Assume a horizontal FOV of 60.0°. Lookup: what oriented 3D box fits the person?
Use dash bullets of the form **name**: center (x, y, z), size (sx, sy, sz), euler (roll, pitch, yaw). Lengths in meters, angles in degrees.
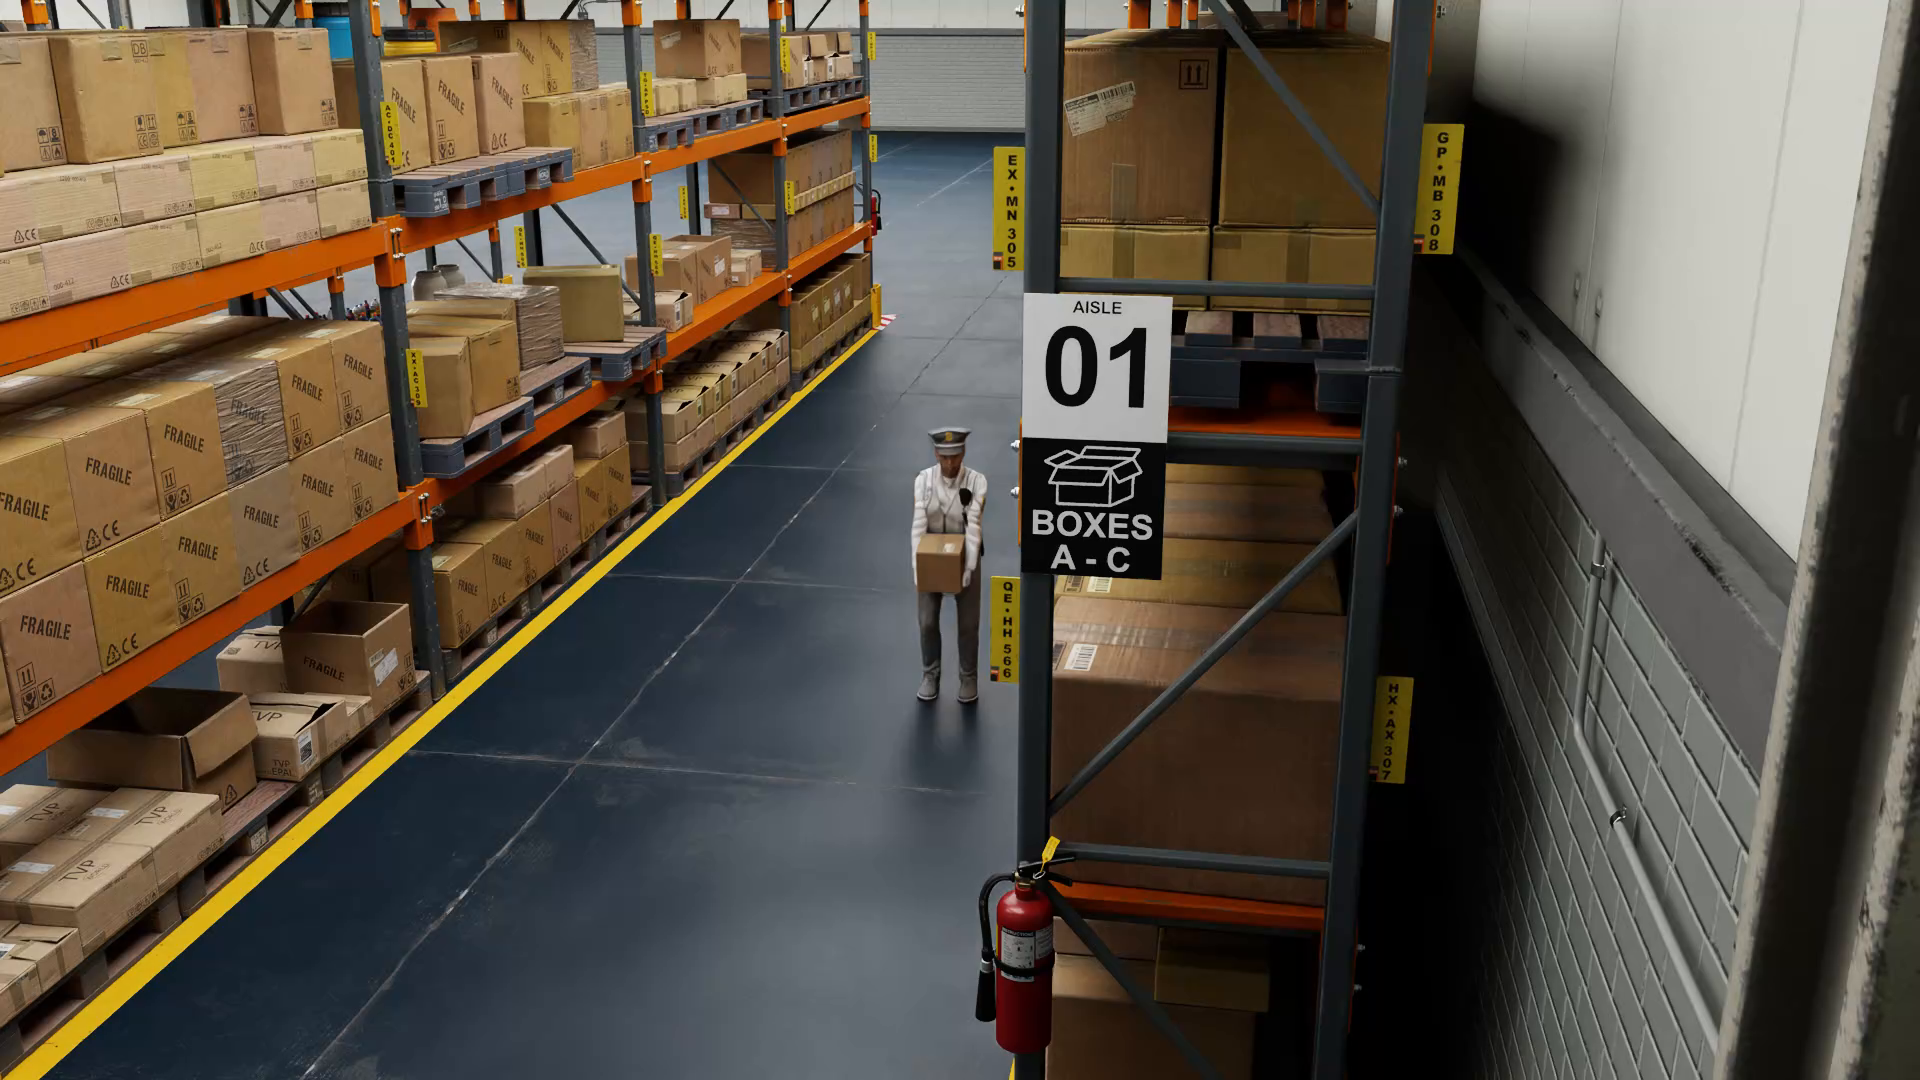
- **person**: center (-0.062, 0.152, 9.603), size (0.417, 1.663, 0.544), euler (2, 18, 7)
